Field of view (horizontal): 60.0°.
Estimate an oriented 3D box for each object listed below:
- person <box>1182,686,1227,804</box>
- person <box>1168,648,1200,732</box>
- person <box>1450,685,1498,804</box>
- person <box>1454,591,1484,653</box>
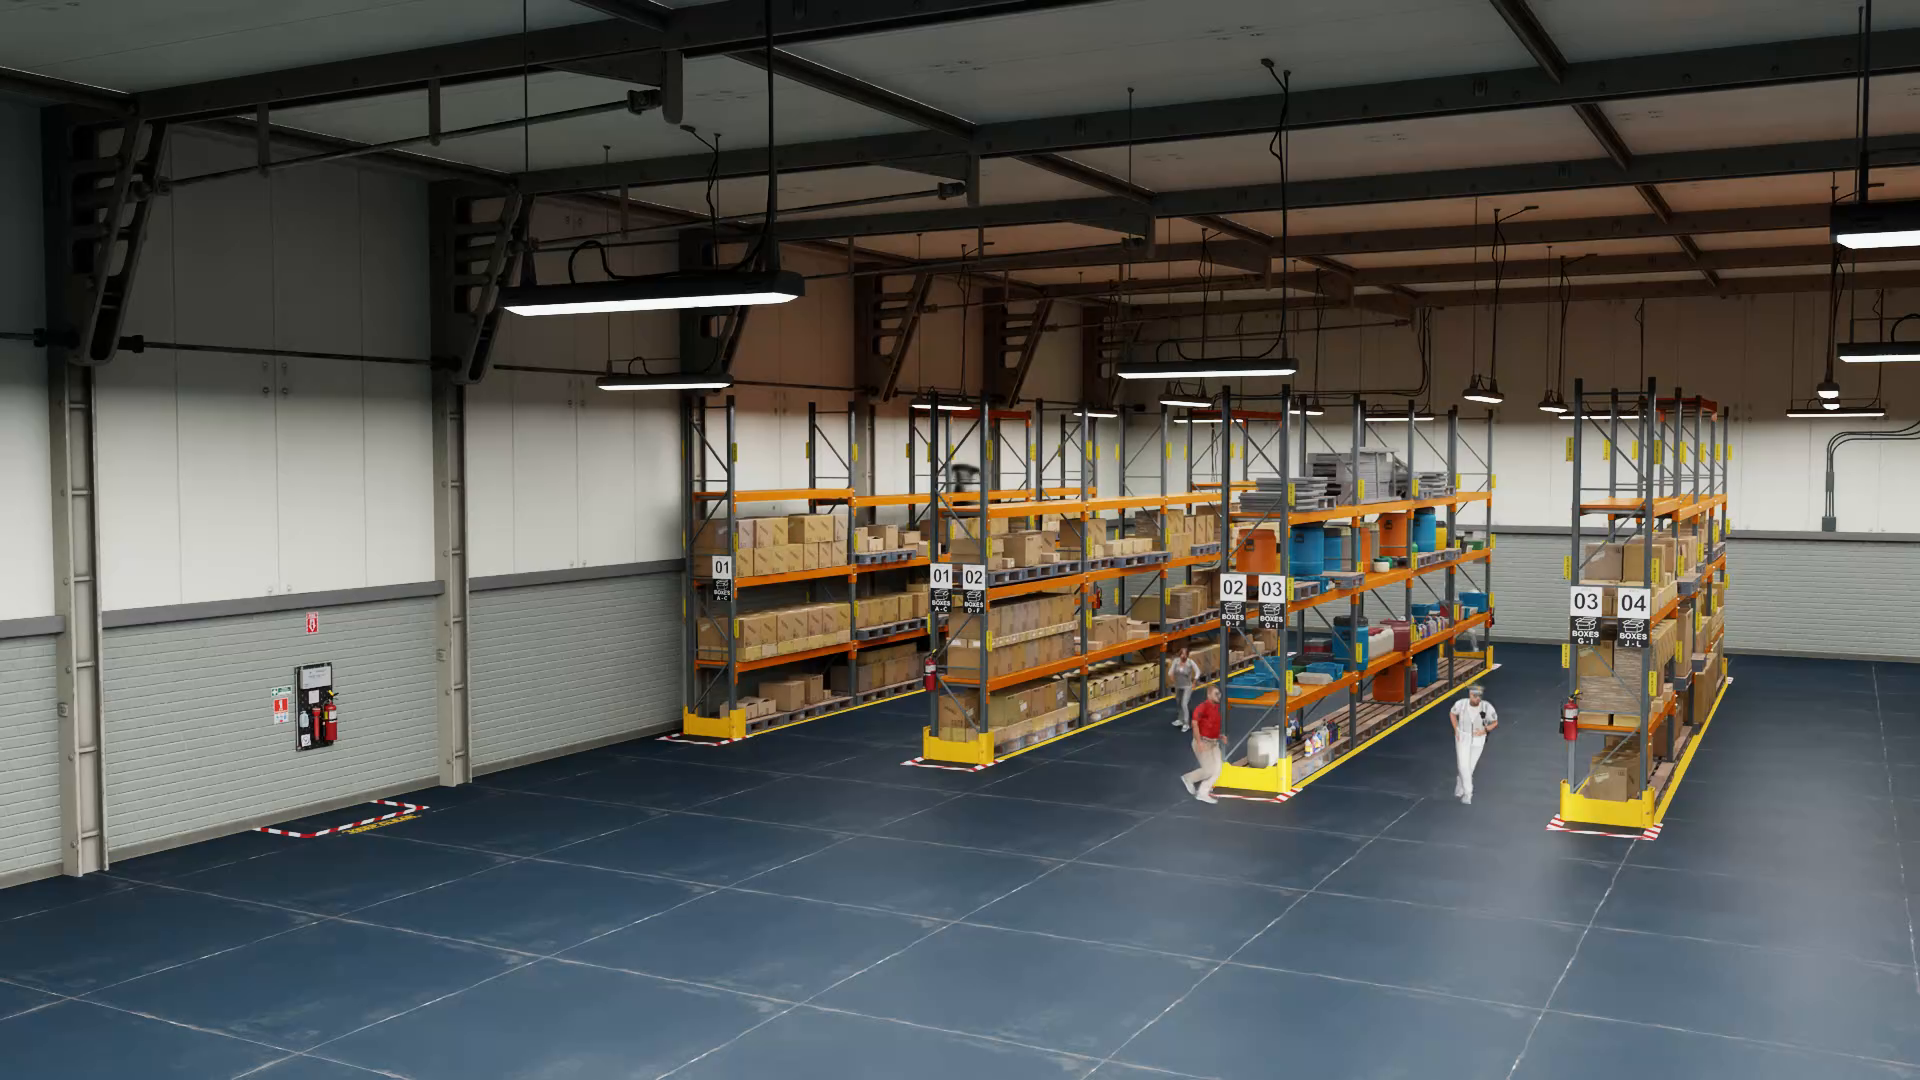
[{"bbox_3d":[3.471,2.916,23.831,0.619,1.673,0.651,3,4,41],"label":"person"},{"bbox_3d":[4.003,2.681,30.048,0.604,1.531,0.801,2,4,35],"label":"person"},{"bbox_3d":[7.404,2.913,24.009,0.640,1.733,0.823,0,3,9],"label":"person"},{"bbox_3d":[12.554,2.008,41.173,0.701,1.585,1.116,-2,3,-30],"label":"person"}]
